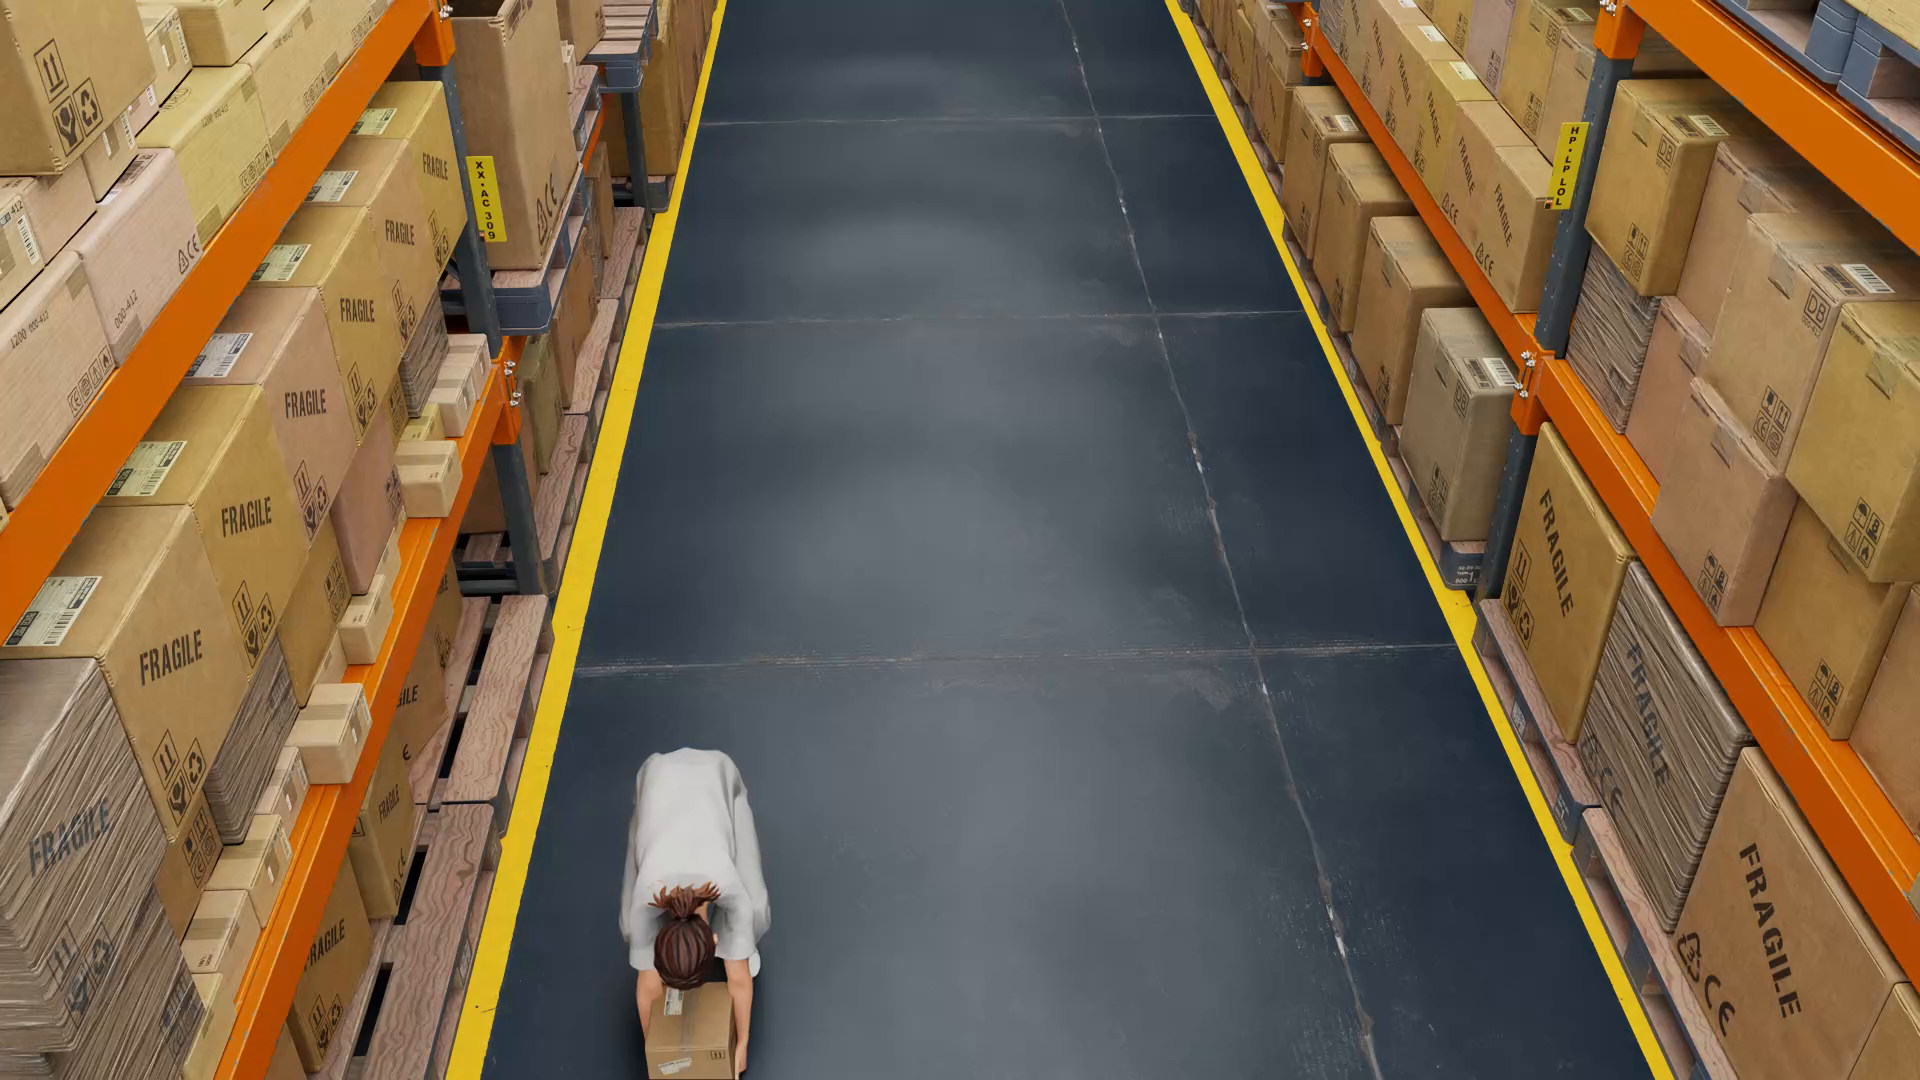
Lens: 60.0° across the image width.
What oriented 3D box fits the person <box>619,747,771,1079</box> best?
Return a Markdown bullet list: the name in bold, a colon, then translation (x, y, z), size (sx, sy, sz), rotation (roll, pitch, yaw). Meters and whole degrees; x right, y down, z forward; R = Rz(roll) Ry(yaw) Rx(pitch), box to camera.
- **person**: translation (-0.840, 1.170, 5.282), size (0.474, 0.808, 0.863), rotation (-3, 35, -4)
